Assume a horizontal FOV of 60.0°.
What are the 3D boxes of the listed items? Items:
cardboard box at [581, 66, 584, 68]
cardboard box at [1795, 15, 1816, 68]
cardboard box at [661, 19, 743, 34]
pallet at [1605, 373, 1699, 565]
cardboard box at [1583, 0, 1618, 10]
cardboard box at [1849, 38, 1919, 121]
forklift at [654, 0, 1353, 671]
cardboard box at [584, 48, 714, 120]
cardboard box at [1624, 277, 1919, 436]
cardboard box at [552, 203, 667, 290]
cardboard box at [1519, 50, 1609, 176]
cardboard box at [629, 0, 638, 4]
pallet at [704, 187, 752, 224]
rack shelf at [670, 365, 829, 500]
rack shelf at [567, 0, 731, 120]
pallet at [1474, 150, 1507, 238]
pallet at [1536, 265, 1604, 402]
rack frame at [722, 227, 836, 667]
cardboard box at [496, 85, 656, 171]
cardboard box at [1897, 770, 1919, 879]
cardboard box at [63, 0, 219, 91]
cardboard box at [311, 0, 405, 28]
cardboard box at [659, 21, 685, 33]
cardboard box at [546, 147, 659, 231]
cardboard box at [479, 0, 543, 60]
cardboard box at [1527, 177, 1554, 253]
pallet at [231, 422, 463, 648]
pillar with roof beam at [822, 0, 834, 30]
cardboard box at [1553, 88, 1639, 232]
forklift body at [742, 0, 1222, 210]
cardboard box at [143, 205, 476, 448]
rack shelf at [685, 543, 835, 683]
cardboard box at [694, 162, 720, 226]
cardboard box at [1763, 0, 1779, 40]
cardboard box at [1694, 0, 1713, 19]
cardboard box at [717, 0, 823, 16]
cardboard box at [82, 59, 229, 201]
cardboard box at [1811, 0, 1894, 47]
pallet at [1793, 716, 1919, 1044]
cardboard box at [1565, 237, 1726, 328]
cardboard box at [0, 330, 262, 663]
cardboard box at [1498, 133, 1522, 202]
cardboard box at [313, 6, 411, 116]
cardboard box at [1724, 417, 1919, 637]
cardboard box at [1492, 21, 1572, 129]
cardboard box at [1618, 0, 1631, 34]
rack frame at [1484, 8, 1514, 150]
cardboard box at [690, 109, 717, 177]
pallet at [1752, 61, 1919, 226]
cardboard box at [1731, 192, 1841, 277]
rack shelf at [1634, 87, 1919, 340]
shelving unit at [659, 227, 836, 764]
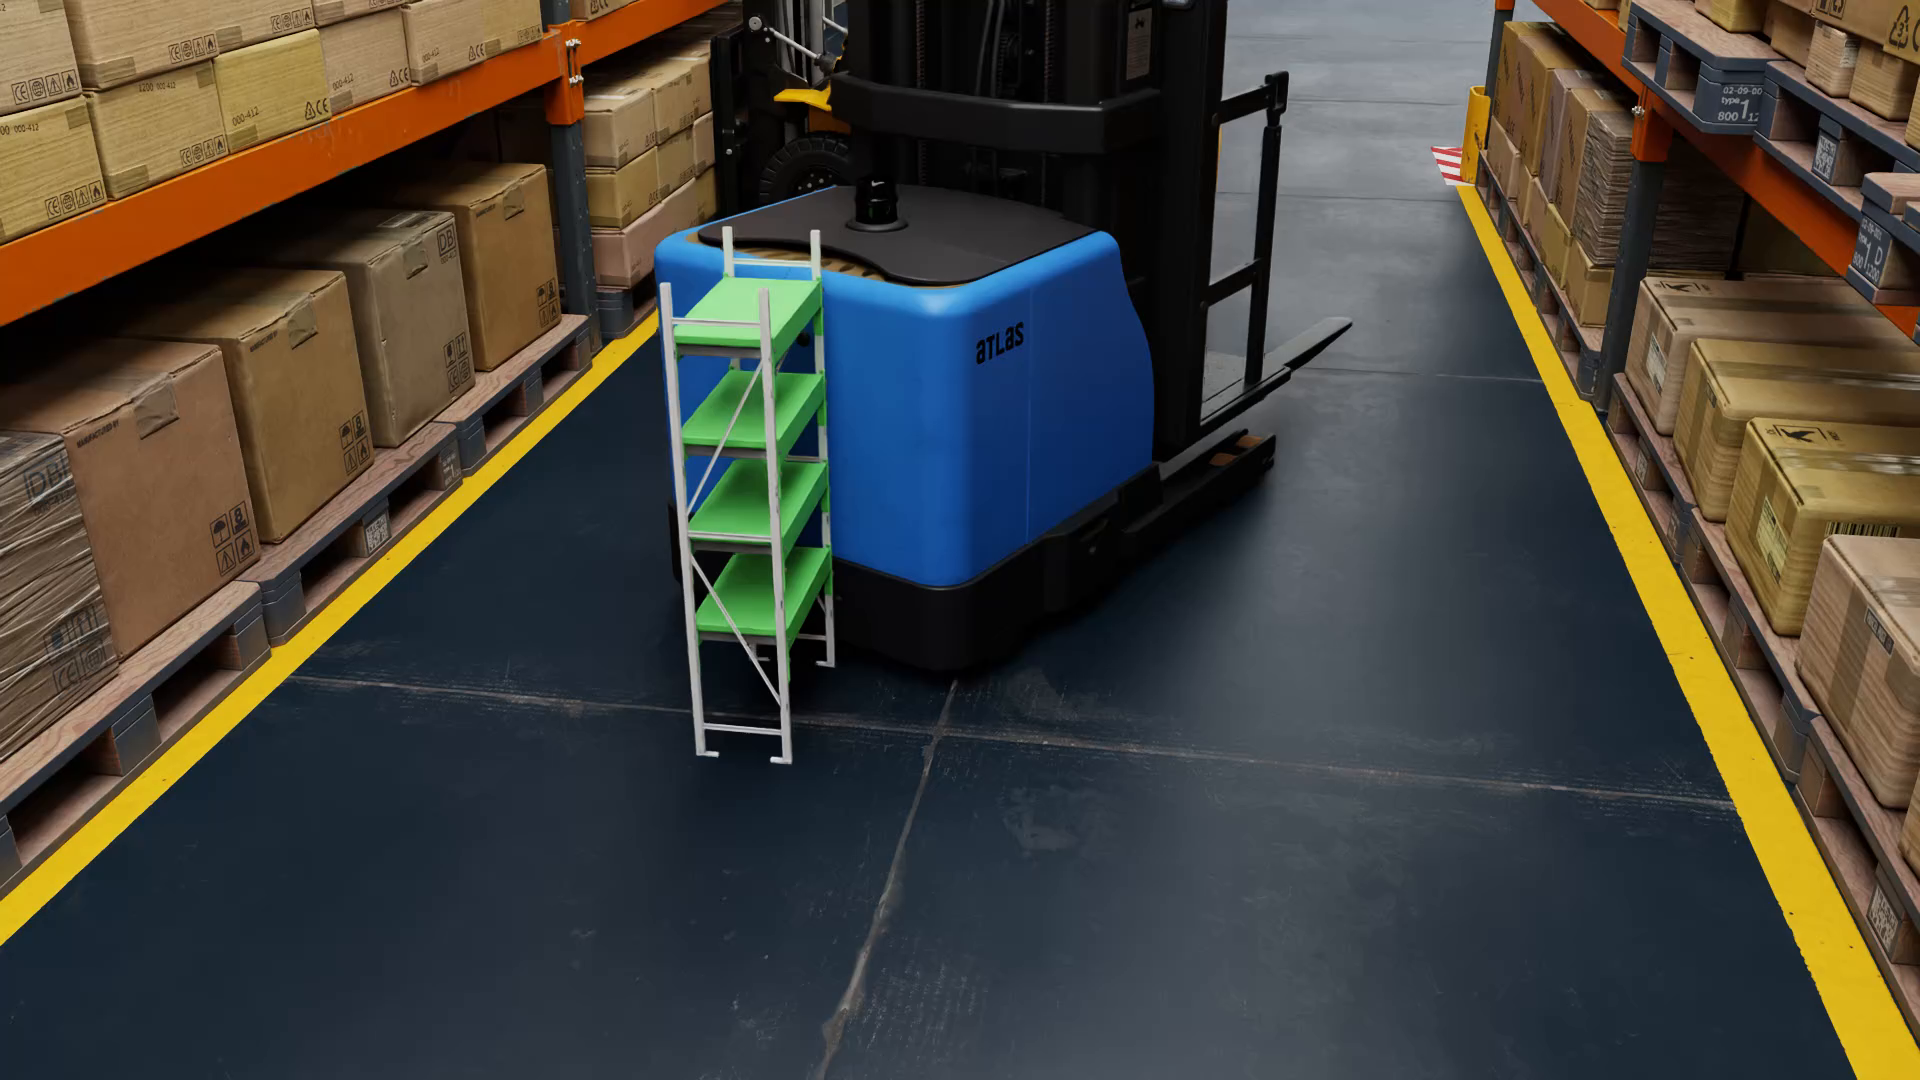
[{"bbox_3d":[-1.943,-2.205,7.991,0.500,0.250,0.500,4,25,9],"label":"cardboard box"},{"bbox_3d":[2.353,-1.253,4.190,0.380,0.149,0.250,4,25,9],"label":"cardboard box"},{"bbox_3d":[-1.260,-2.595,8.824,0.500,0.250,0.500,4,25,9],"label":"cardboard box"},{"bbox_3d":[2.776,-0.233,5.499,1.003,0.211,1.213,4,25,9],"label":"pallet"},{"bbox_3d":[2.816,-2.289,6.898,0.380,0.149,0.250,4,25,8],"label":"cardboard box"},{"bbox_3d":[2.244,-1.032,3.718,0.380,0.149,0.250,3,25,7],"label":"cardboard box"},{"bbox_3d":[0.417,-1.555,5.115,1.130,2.935,3.031,16,30,31],"label":"forklift"},{"bbox_3d":[-1.444,-2.165,7.905,0.500,0.250,0.500,5,26,10],"label":"cardboard box"},{"bbox_3d":[2.818,-0.602,5.603,0.950,0.372,0.625,4,25,9],"label":"cardboard box"},{"bbox_3d":[-1.591,-1.288,7.212,0.500,0.250,0.500,4,25,9],"label":"cardboard box"},{"bbox_3d":[2.976,-2.023,7.897,0.500,0.500,0.500,5,25,10],"label":"cardboard box"},{"bbox_3d":[-1.597,-2.596,7.140,0.500,0.500,0.500,4,25,9],"label":"cardboard box"},{"bbox_3d":[-1.628,-1.743,8.724,1.003,0.211,1.213,4,25,9],"label":"pallet"},{"bbox_3d":[-0.495,-0.267,3.990,0.258,0.148,0.480,4,25,8],"label":"rack shelf"},{"bbox_3d":[-1.669,-2.675,8.275,1.077,0.370,4.000,4,25,9],"label":"rack shelf"},{"bbox_3d":[3.375,-1.863,8.981,1.003,0.211,1.213,4,25,9],"label":"pallet"},{"bbox_3d":[2.976,-0.842,6.800,1.003,0.211,1.213,4,25,9],"label":"pallet"},{"bbox_3d":[-0.458,-0.210,4.283,0.240,1.200,0.015,4,25,8],"label":"rack frame"},{"bbox_3d":[-1.608,-1.743,7.003,0.500,0.250,0.500,4,25,8],"label":"cardboard box"},{"bbox_3d":[2.350,0.615,3.001,0.950,0.372,0.625,2,25,5],"label":"cardboard box"},{"bbox_3d":[-2.150,-1.245,3.960,0.500,0.250,0.500,3,25,7],"label":"cardboard box"},{"bbox_3d":[-1.991,-1.671,4.868,0.500,0.250,0.500,5,25,10],"label":"cardboard box"},{"bbox_3d":[-1.778,-2.629,8.898,0.500,0.250,0.500,4,25,8],"label":"cardboard box"},{"bbox_3d":[-1.613,-1.516,7.110,0.500,0.250,0.500,4,25,8],"label":"cardboard box"},{"bbox_3d":[-1.821,-1.867,5.878,0.500,0.250,0.500,5,25,10],"label":"cardboard box"},{"bbox_3d":[2.898,-1.468,7.597,0.500,0.250,0.500,4,25,9],"label":"cardboard box"},{"bbox_3d":[-2.275,-0.079,5.169,1.003,0.211,1.213,4,25,9],"label":"pallet"},{"bbox_3d":[2.882,-8.537,12.873,9.100,9.000,0.400,4,25,9],"label":"pillar with roof beam"},{"bbox_3d":[2.815,-1.585,6.962,0.500,0.500,0.500,4,25,9],"label":"cardboard box"},{"bbox_3d":[0.147,-2.533,8.125,2.313,2.155,1.214,4,25,9],"label":"forklift body"},{"bbox_3d":[-2.205,-0.736,5.590,0.875,0.625,0.625,4,25,8],"label":"cardboard box"},{"bbox_3d":[-0.495,0.168,4.193,0.258,0.148,0.480,4,25,8],"label":"rack shelf"},{"bbox_3d":[-1.454,-1.718,8.130,0.500,0.250,0.500,4,25,9],"label":"cardboard box"},{"bbox_3d":[2.479,-1.461,4.635,0.380,0.149,0.250,6,26,12],"label":"cardboard box"},{"bbox_3d":[2.499,-1.689,5.121,0.380,0.149,0.250,4,25,9],"label":"cardboard box"},{"bbox_3d":[-1.110,-3.021,9.734,0.500,0.250,0.500,5,26,10],"label":"cardboard box"},{"bbox_3d":[-2.172,-1.018,4.063,0.500,0.250,0.500,3,25,7],"label":"cardboard box"},{"bbox_3d":[2.293,-1.385,3.706,0.500,0.500,0.500,3,25,6],"label":"cardboard box"},{"bbox_3d":[2.377,0.787,3.319,1.003,0.211,1.213,4,25,9],"label":"pallet"},{"bbox_3d":[2.733,-1.033,6.666,0.500,0.250,0.500,5,26,11],"label":"cardboard box"},{"bbox_3d":[-2.436,-0.140,4.316,0.875,0.625,0.625,5,26,10],"label":"cardboard box"},{"bbox_3d":[3.060,-1.909,8.537,0.500,0.250,0.500,5,26,10],"label":"cardboard box"},{"bbox_3d":[-2.009,-1.451,4.989,0.500,0.250,0.500,4,25,9],"label":"cardboard box"},{"bbox_3d":[2.592,-0.011,4.339,0.950,0.372,0.625,5,26,10],"label":"cardboard box"},{"bbox_3d":[3.147,-2.451,8.812,0.500,0.500,0.500,3,25,7],"label":"cardboard box"},{"bbox_3d":[2.687,-1.968,6.213,0.380,0.149,0.250,5,25,10],"label":"cardboard box"},{"bbox_3d":[3.555,-3.495,9.178,1.000,3.000,0.127,4,25,9],"label":"rack frame"},{"bbox_3d":[-1.439,-1.937,8.008,0.500,0.250,0.500,4,25,8],"label":"cardboard box"},{"bbox_3d":[2.531,-0.893,3.845,1.003,0.211,1.213,4,25,9],"label":"pallet"},{"bbox_3d":[3.264,-1.334,6.426,0.500,0.500,0.500,5,26,11],"label":"cardboard box"},{"bbox_3d":[2.574,-0.660,3.969,1.077,0.370,4.000,4,25,9],"label":"rack shelf"},{"bbox_3d":[-0.495,-0.107,4.064,0.258,1.200,0.503,4,25,8],"label":"shelving unit"}]
